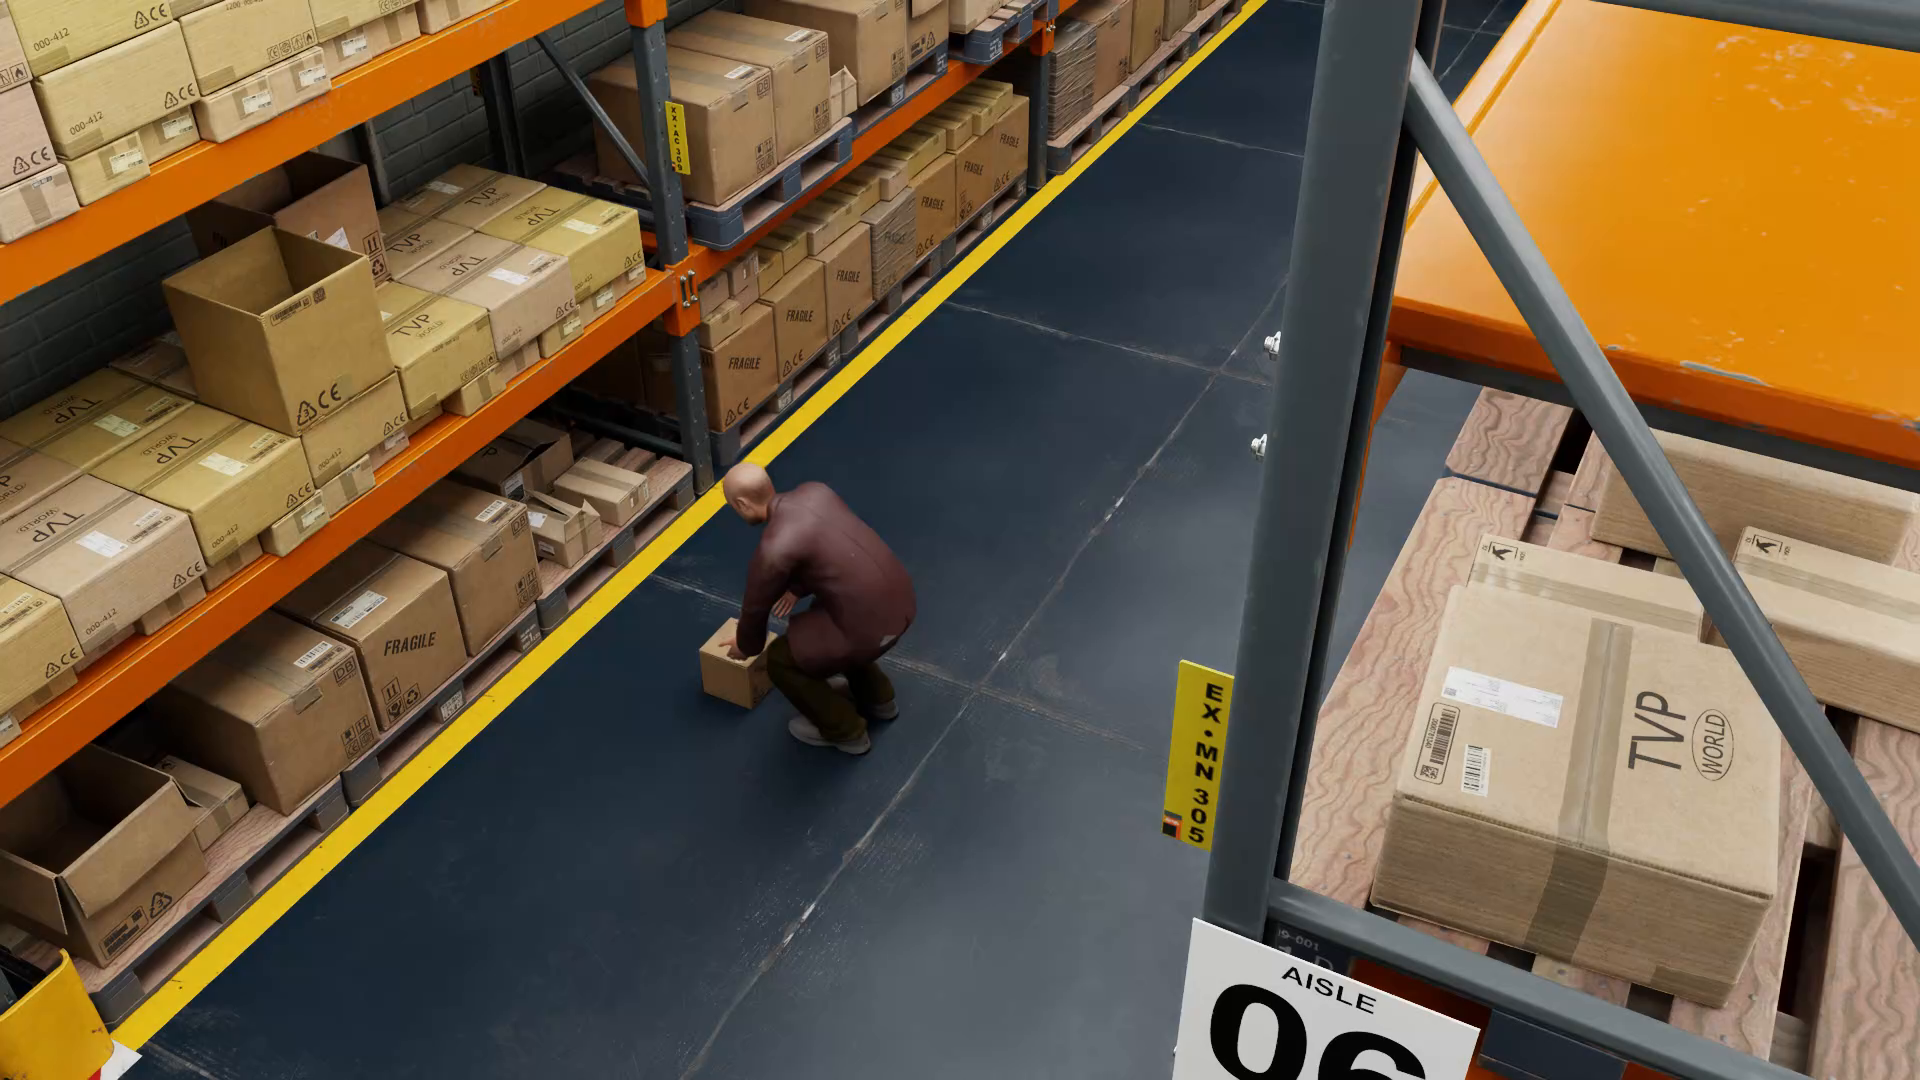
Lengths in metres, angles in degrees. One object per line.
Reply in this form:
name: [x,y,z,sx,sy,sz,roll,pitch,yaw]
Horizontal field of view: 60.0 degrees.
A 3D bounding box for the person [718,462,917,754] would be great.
person: [-0.571,0.289,6.817,0.793,1.256,0.633,18,41,21]
